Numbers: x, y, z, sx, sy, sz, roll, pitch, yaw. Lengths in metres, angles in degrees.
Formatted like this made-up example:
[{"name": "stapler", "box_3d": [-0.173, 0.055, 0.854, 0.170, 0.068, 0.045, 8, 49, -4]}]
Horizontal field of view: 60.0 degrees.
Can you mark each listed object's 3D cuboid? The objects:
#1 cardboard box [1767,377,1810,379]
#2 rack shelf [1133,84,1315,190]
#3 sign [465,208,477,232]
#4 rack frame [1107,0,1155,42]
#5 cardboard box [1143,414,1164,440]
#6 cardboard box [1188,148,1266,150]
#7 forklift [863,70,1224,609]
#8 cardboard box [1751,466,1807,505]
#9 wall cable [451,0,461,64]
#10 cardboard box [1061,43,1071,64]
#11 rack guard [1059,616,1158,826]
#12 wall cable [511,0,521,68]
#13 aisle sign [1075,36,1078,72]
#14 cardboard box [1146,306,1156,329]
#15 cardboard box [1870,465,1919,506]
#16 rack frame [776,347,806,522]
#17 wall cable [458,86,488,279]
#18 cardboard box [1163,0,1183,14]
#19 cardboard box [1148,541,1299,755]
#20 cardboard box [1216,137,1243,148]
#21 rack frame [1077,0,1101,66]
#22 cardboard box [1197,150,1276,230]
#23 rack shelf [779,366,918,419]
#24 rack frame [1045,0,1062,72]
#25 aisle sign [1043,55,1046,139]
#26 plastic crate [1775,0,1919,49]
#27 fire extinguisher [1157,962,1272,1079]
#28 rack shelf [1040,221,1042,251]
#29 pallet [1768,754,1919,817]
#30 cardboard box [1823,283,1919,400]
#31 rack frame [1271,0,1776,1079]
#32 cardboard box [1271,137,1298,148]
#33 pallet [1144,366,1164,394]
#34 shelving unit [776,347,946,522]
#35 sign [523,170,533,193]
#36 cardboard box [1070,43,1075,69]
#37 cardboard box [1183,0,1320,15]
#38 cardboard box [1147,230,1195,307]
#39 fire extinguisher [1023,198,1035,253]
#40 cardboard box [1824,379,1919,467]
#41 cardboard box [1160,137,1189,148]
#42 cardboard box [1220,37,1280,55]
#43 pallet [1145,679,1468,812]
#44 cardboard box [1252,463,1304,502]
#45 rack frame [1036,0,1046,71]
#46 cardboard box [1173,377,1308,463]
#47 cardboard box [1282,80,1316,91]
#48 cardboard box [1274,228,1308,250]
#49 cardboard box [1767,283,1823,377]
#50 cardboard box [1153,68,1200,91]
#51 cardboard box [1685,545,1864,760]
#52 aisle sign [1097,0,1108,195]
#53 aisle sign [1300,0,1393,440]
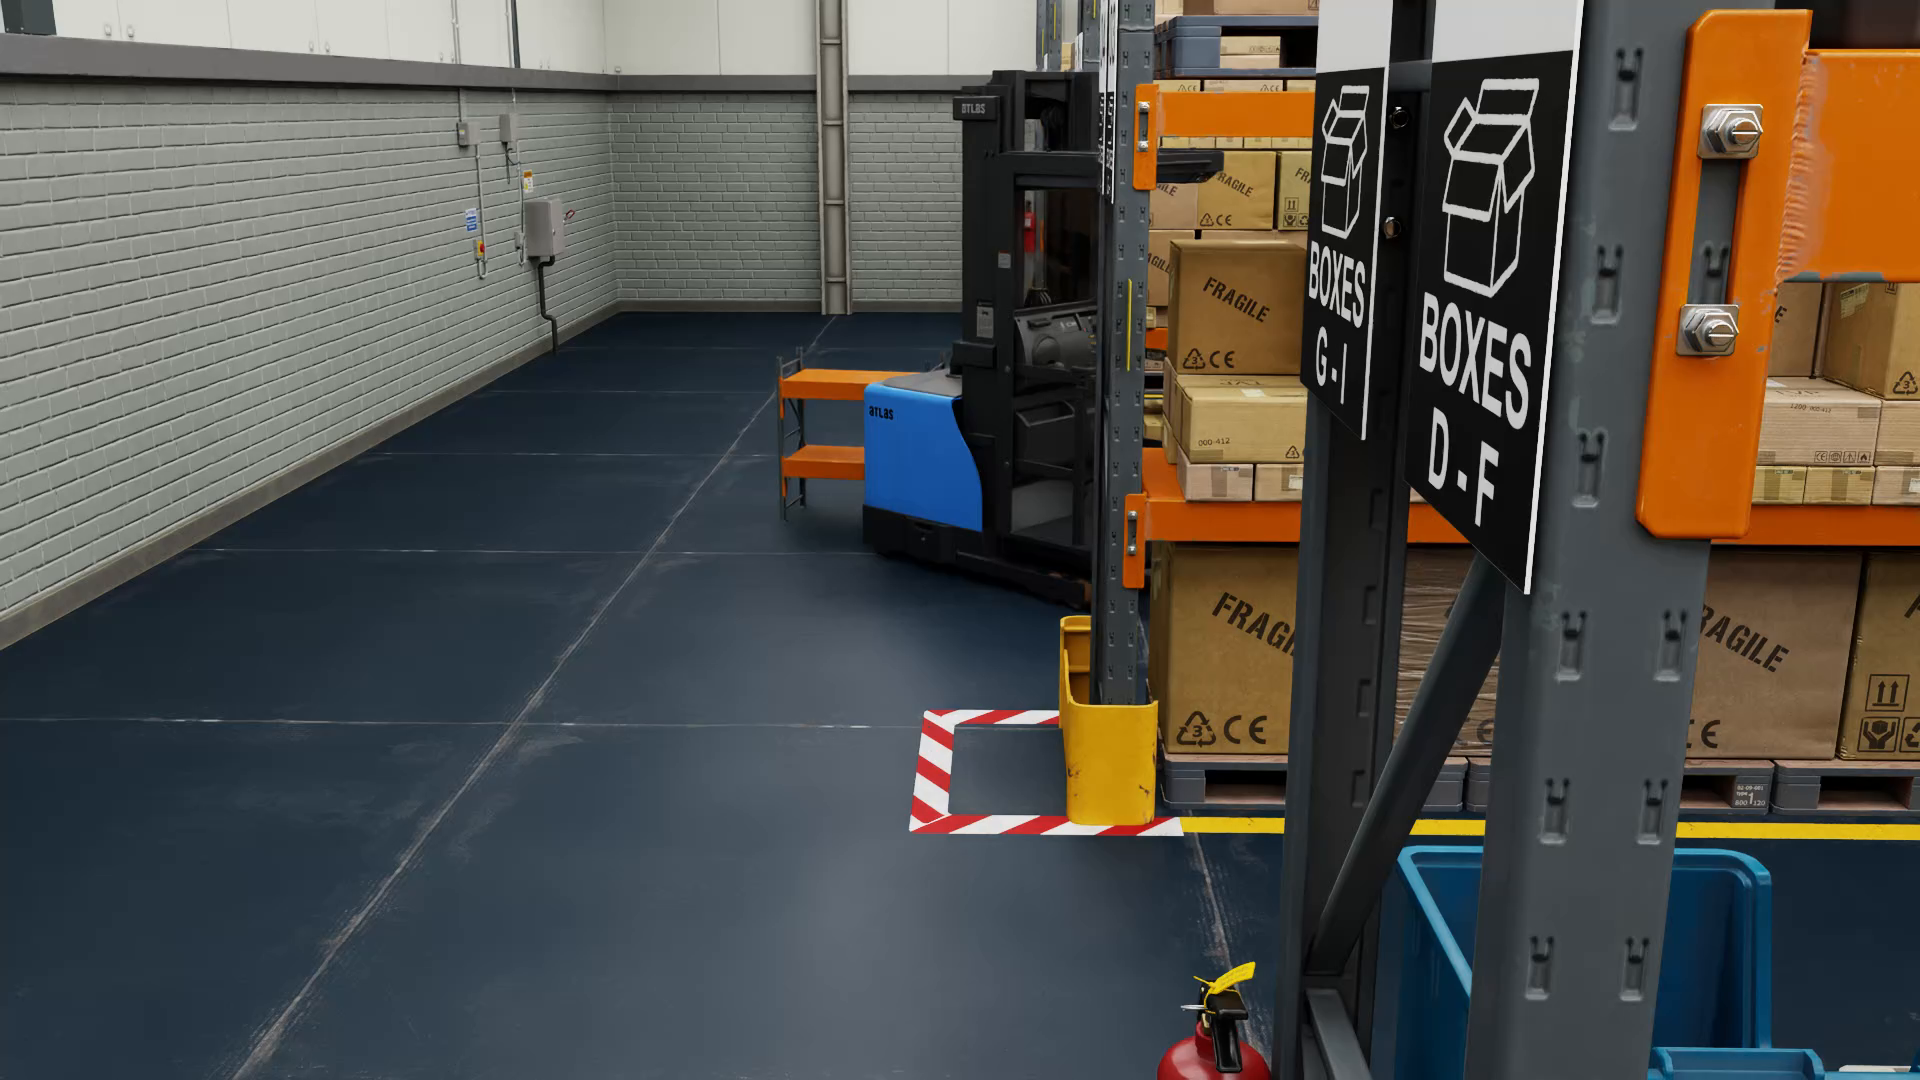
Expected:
[{"name": "cardboard box", "box_3d": [3.159, -0.593, 6.919, 0.500, 0.250, 0.500, 1, 15, 3]}, {"name": "rack shelf", "box_3d": [2.638, -1.561, 6.407, 4.000, 0.370, 1.077, 0, 15, 1]}, {"name": "sign", "box_3d": [-4.809, -3.148, 16.363, 0.001, 0.218, 0.327, 0, 15, 1]}, {"name": "rack frame", "box_3d": [0.638, -3.372, 5.982, 0.127, 3.000, 1.000, 0, 15, 1]}, {"name": "cardboard box", "box_3d": [1.381, -0.758, 11.432, 0.250, 0.149, 0.380, 0, 15, -1]}, {"name": "cardboard box", "box_3d": [1.836, -2.469, 11.578, 0.500, 0.500, 0.500, 0, 15, 0]}, {"name": "forklift", "box_3d": [0.805, -1.180, 9.568, 3.031, 2.935, 1.130, 13, 20, 41]}, {"name": "cardboard box", "box_3d": [3.039, -0.251, 6.403, 0.250, 0.149, 0.380, 0, 15, 1]}, {"name": "wall cable", "box_3d": [-4.802, -5.865, 15.429, 0.029, 3.000, 0.463, 0, 15, 1]}, {"name": "cardboard box", "box_3d": [1.452, -5.961, 20.405, 0.500, 0.250, 0.500, 0, 15, 1]}, {"name": "rack guard", "box_3d": [0.614, 0.737, 7.067, 0.348, 0.500, 1.175, 0, 15, 1]}, {"name": "wall cable", "box_3d": [-4.671, -6.785, 18.843, 0.133, 3.039, 2.988, 0, 15, 1]}, {"name": "aisle sign", "box_3d": [0.801, -3.070, 11.499, 0.004, 0.787, 0.394, 0, 15, 1]}, {"name": "cardboard box", "box_3d": [1.181, -1.529, 11.246, 0.250, 0.149, 0.380, 0, 15, 1]}, {"name": "cardboard box", "box_3d": [3.553, -0.248, 6.391, 0.250, 0.149, 0.380, 1, 15, 2]}, {"name": "rack frame", "box_3d": [-1.155, -0.726, 11.388, 0.032, 1.125, 0.500, 3, 15, 12]}, {"name": "wall cable", "box_3d": [-4.746, -3.536, 16.309, 0.123, 1.953, 0.585, 0, 15, 1]}, {"name": "cardboard box", "box_3d": [1.438, -3.482, 10.809, 0.250, 0.149, 0.380, 1, 15, 4]}, {"name": "cardboard box", "box_3d": [1.280, 0.336, 7.026, 0.875, 0.875, 0.875, 0, 15, 1]}, {"name": "cardboard box", "box_3d": [2.536, -3.759, 15.781, 0.250, 0.149, 0.380, 1, 15, 2]}, {"name": "rack frame", "box_3d": [0.866, -4.637, 10.774, 0.127, 3.000, 1.000, 0, 15, 1]}, {"name": "cardboard box", "box_3d": [1.813, -2.339, 11.087, 0.500, 0.500, 0.500, 1, 15, 3]}, {"name": "rack shelf", "box_3d": [-0.658, -0.983, 11.212, 1.000, 0.278, 0.538, 3, 15, 12]}, {"name": "rack frame", "box_3d": [0.891, -5.900, 15.561, 0.127, 3.000, 1.000, 0, 15, 1]}, {"name": "aisle sign", "box_3d": [0.827, -4.335, 16.296, 0.004, 0.787, 0.394, 0, 15, 1]}, {"name": "plastic crate", "box_3d": [0.890, -0.522, 1.315, 0.590, 0.269, 0.497, 0, 15, 1]}, {"name": "fire extinguisher", "box_3d": [0.373, 0.892, 2.460, 0.183, 0.674, 0.296, 0, 15, 1]}, {"name": "rack shelf", "box_3d": [3.014, -3.904, 21.167, 4.000, 0.370, 1.077, 0, 15, 1]}, {"name": "pallet", "box_3d": [3.879, 0.878, 7.099, 1.213, 0.211, 1.003, 0, 15, 1]}, {"name": "cardboard box", "box_3d": [3.670, -0.819, 6.303, 0.500, 0.500, 0.500, 1, 15, 2]}, {"name": "rack frame", "box_3d": [0.512, 0.791, 1.963, 0.053, 2.616, 0.949, 0, 15, 1]}, {"name": "cardboard box", "box_3d": [3.052, -3.761, 15.789, 0.250, 0.149, 0.380, 0, 15, 1]}, {"name": "pallet", "box_3d": [1.693, -1.665, 16.738, 1.213, 0.211, 1.003, 0, 15, 1]}, {"name": "shelving unit", "box_3d": [-0.658, -0.700, 11.287, 1.048, 1.125, 0.538, 3, 15, 12]}, {"name": "sign", "box_3d": [-4.755, -3.951, 18.316, 0.001, 0.242, 0.339, 0, 15, 1]}, {"name": "cardboard box", "box_3d": [1.344, -4.648, 15.972, 0.500, 0.250, 0.500, -1, 15, -4]}, {"name": "cardboard box", "box_3d": [1.159, -2.232, 6.325, 0.500, 0.500, 0.700, -1, 15, -2]}, {"name": "cardboard box", "box_3d": [1.308, -1.855, 11.210, 0.500, 0.500, 0.500, 1, 15, 4]}, {"name": "fire extinguisher", "box_3d": [0.856, -3.930, 20.739, 0.183, 0.674, 0.296, 0, 15, 1]}, {"name": "cardboard box", "box_3d": [3.671, -0.456, 6.397, 0.500, 0.250, 0.500, 1, 15, 3]}, {"name": "cardboard box", "box_3d": [2.023, -3.760, 15.783, 0.250, 0.149, 0.380, 0, 15, 0]}, {"name": "cardboard box", "box_3d": [1.820, -3.283, 10.838, 0.500, 0.250, 0.500, 0, 15, 1]}, {"name": "pallet", "box_3d": [1.440, 0.862, 7.159, 1.213, 0.211, 1.003, 0, 15, 1]}, {"name": "cardboard box", "box_3d": [1.241, -0.262, 6.447, 0.250, 0.149, 0.380, 0, 15, 1]}, {"name": "rack frame", "box_3d": [1.014, -7.165, 20.359, 0.127, 3.000, 1.000, 0, 15, 1]}, {"name": "cardboard box", "box_3d": [1.111, -0.471, 6.456, 0.500, 0.250, 0.500, 0, 15, 0]}, {"name": "cardboard box", "box_3d": [2.350, -3.041, 10.900, 0.500, 0.250, 0.500, 0, 15, 0]}, {"name": "cardboard box", "box_3d": [2.333, -1.851, 11.197, 0.500, 0.500, 0.500, 1, 15, 2]}, {"name": "cardboard box", "box_3d": [3.152, -0.955, 6.821, 0.500, 0.500, 0.500, 0, 15, 0]}, {"name": "cardboard box", "box_3d": [1.308, -3.046, 10.918, 0.500, 0.250, 0.500, 1, 15, 3]}, {"name": "cardboard box", "box_3d": [3.080, 0.348, 6.982, 0.875, 0.875, 0.875, 0, 15, 1]}, {"name": "aisle sign", "box_3d": [0.574, -1.806, 6.708, 0.004, 0.787, 0.394, 0, 15, 1]}, {"name": "aisle sign", "box_3d": [0.447, -0.541, 1.913, 0.004, 0.787, 0.394, 0, 15, 1]}]
